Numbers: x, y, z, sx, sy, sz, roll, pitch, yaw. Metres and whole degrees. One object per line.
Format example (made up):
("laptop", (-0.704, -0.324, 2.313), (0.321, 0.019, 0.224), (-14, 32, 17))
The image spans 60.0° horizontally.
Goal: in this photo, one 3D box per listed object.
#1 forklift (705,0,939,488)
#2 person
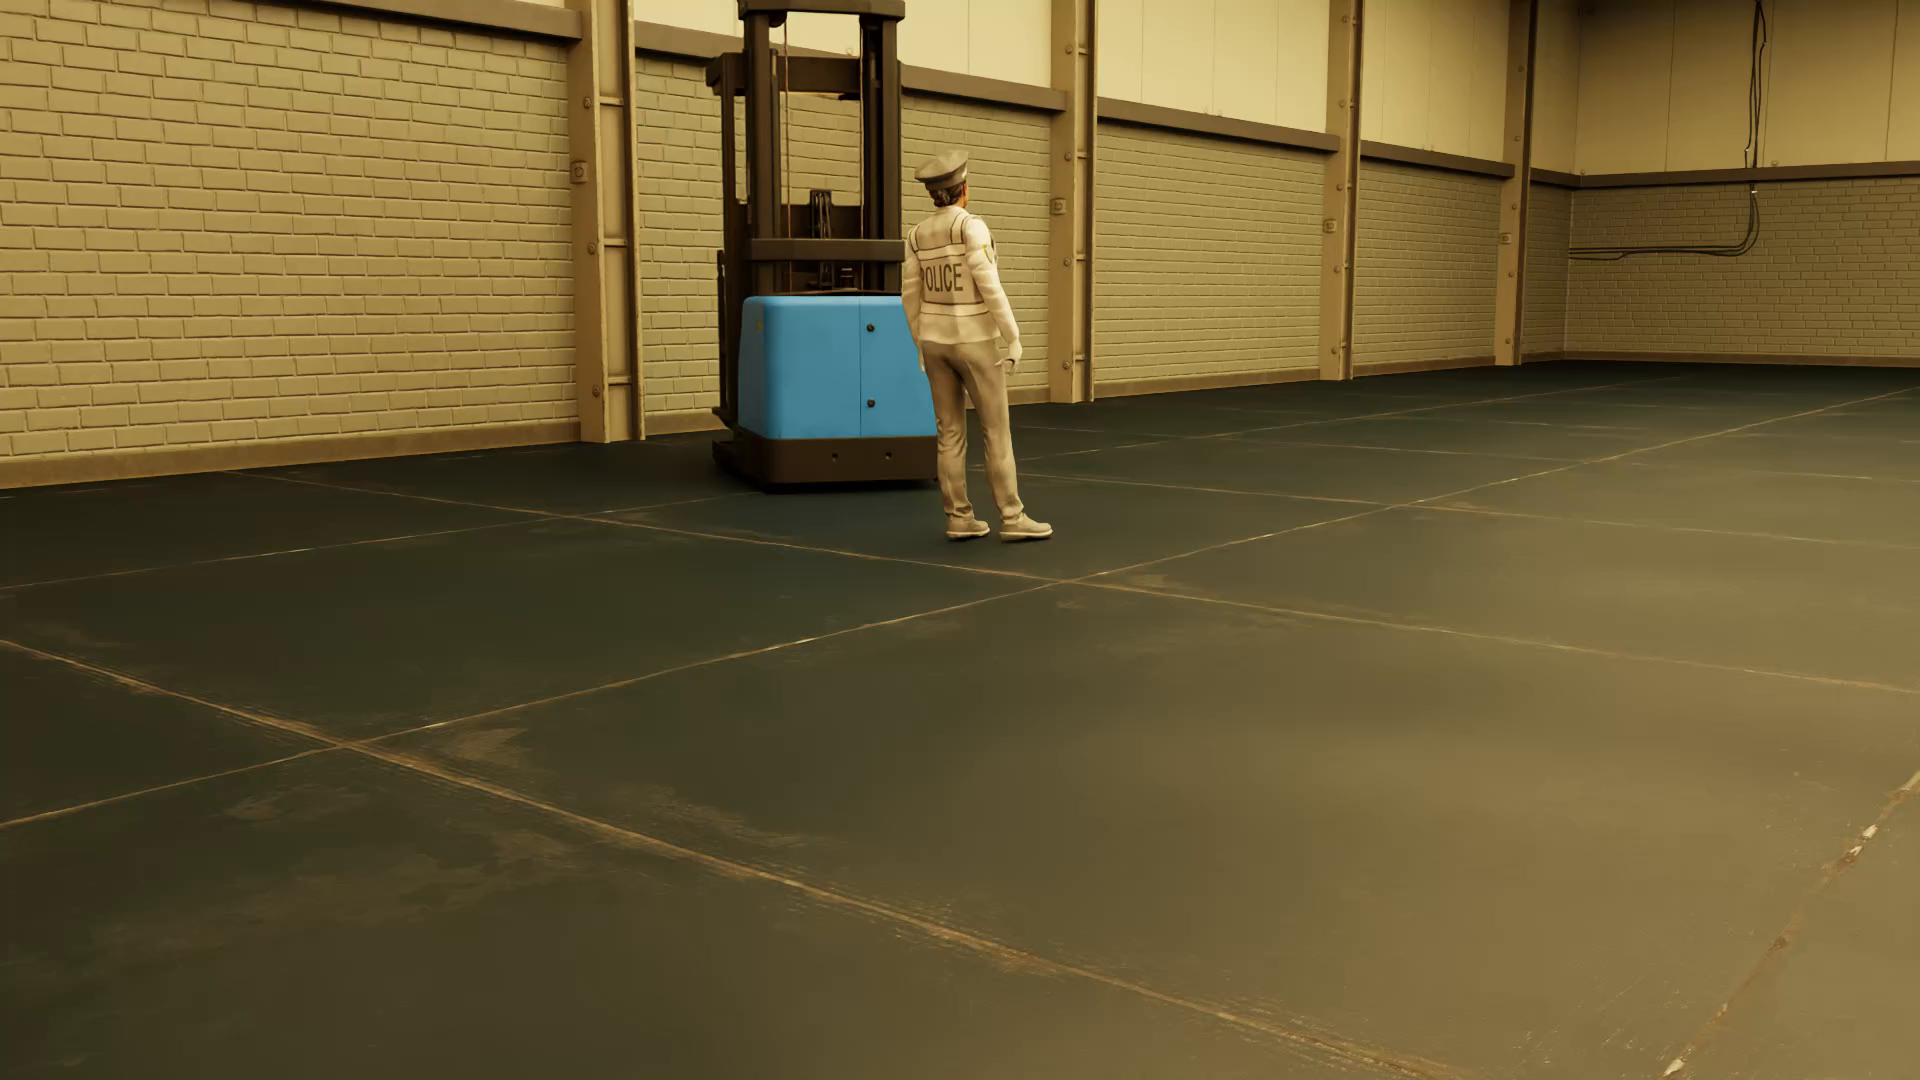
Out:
("forklift", (-0.962, -1.913, 10.354), (1.130, 2.935, 3.031), (-2, 9, -16))
("person", (0.047, -0.853, 7.329), (0.587, 1.696, 0.534), (7, 11, 38))
